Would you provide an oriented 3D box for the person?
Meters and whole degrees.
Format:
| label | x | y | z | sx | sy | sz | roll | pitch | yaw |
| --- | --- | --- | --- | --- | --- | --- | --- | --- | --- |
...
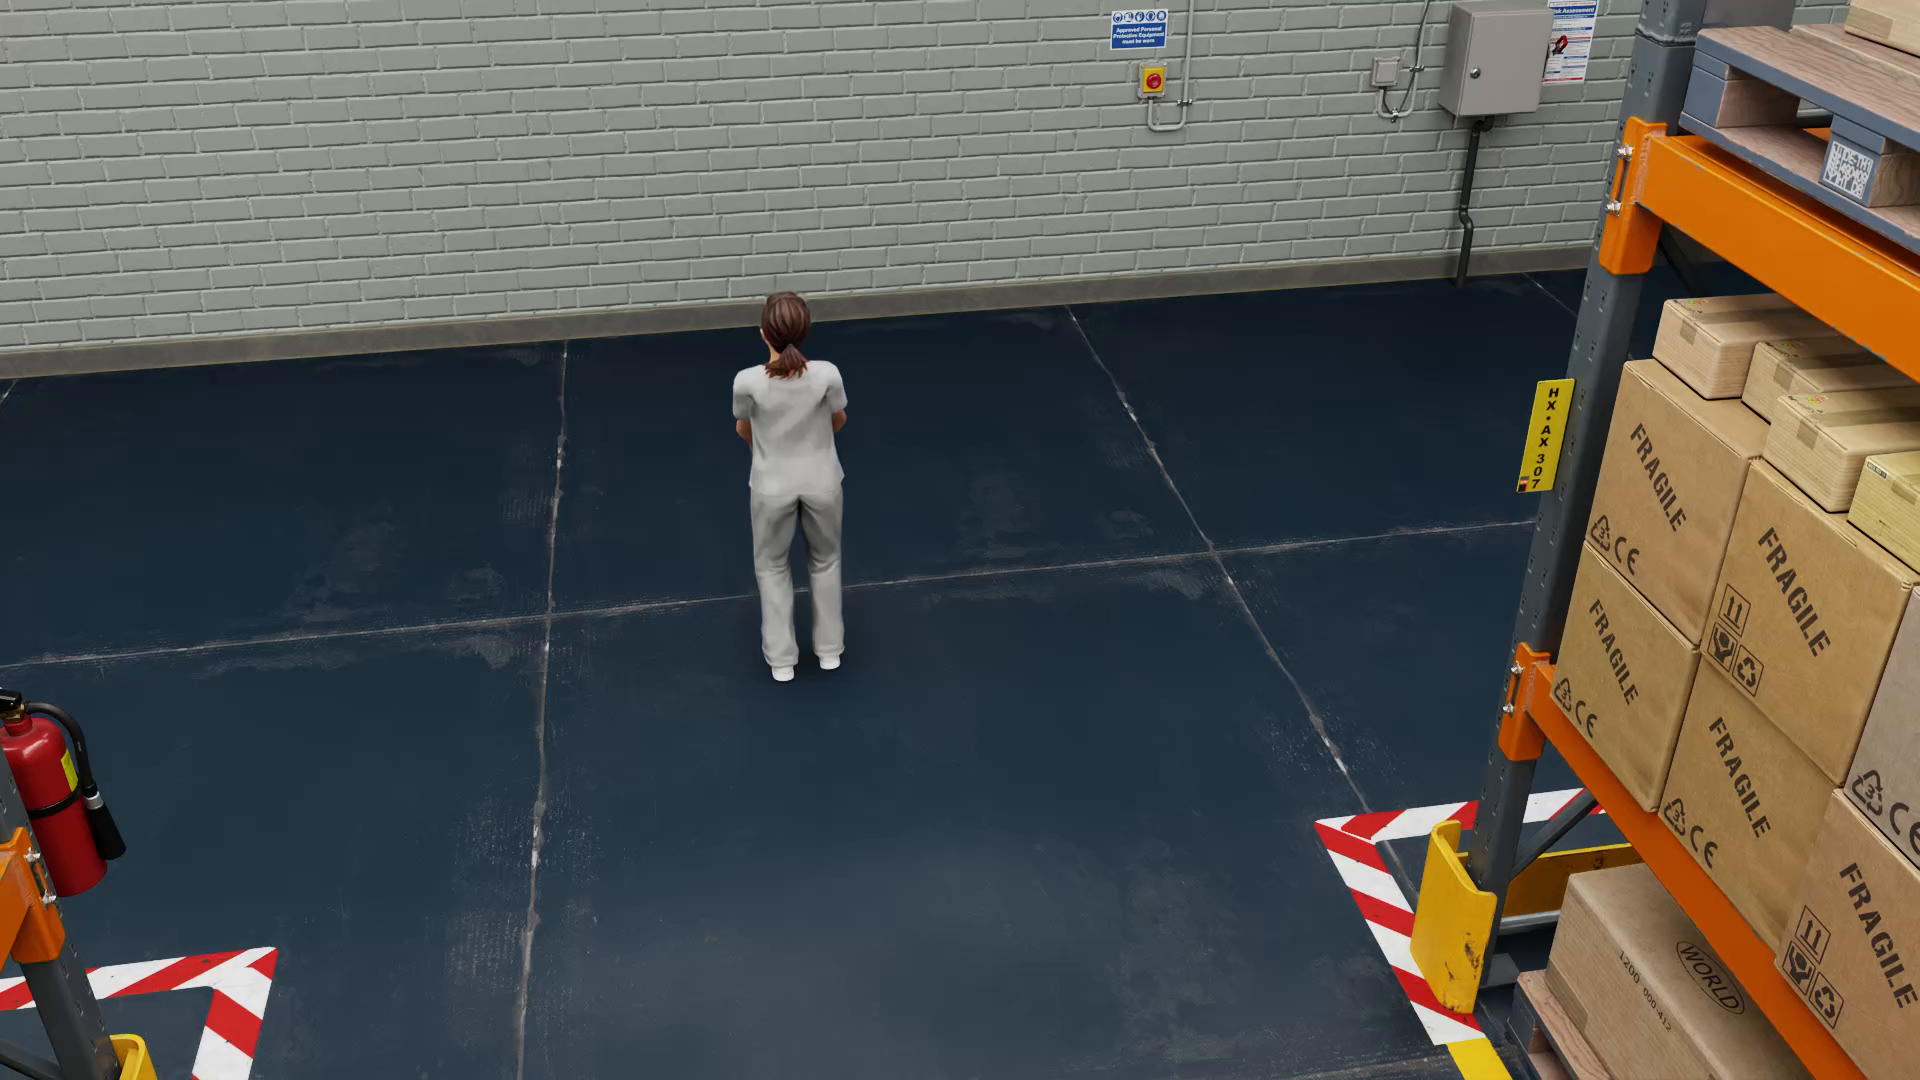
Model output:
| label | x | y | z | sx | sy | sz | roll | pitch | yaw |
| --- | --- | --- | --- | --- | --- | --- | --- | --- | --- |
| person | -0.652 | -0.229 | 6.529 | 0.436 | 1.667 | 0.542 | -5 | 31 | -9 |
